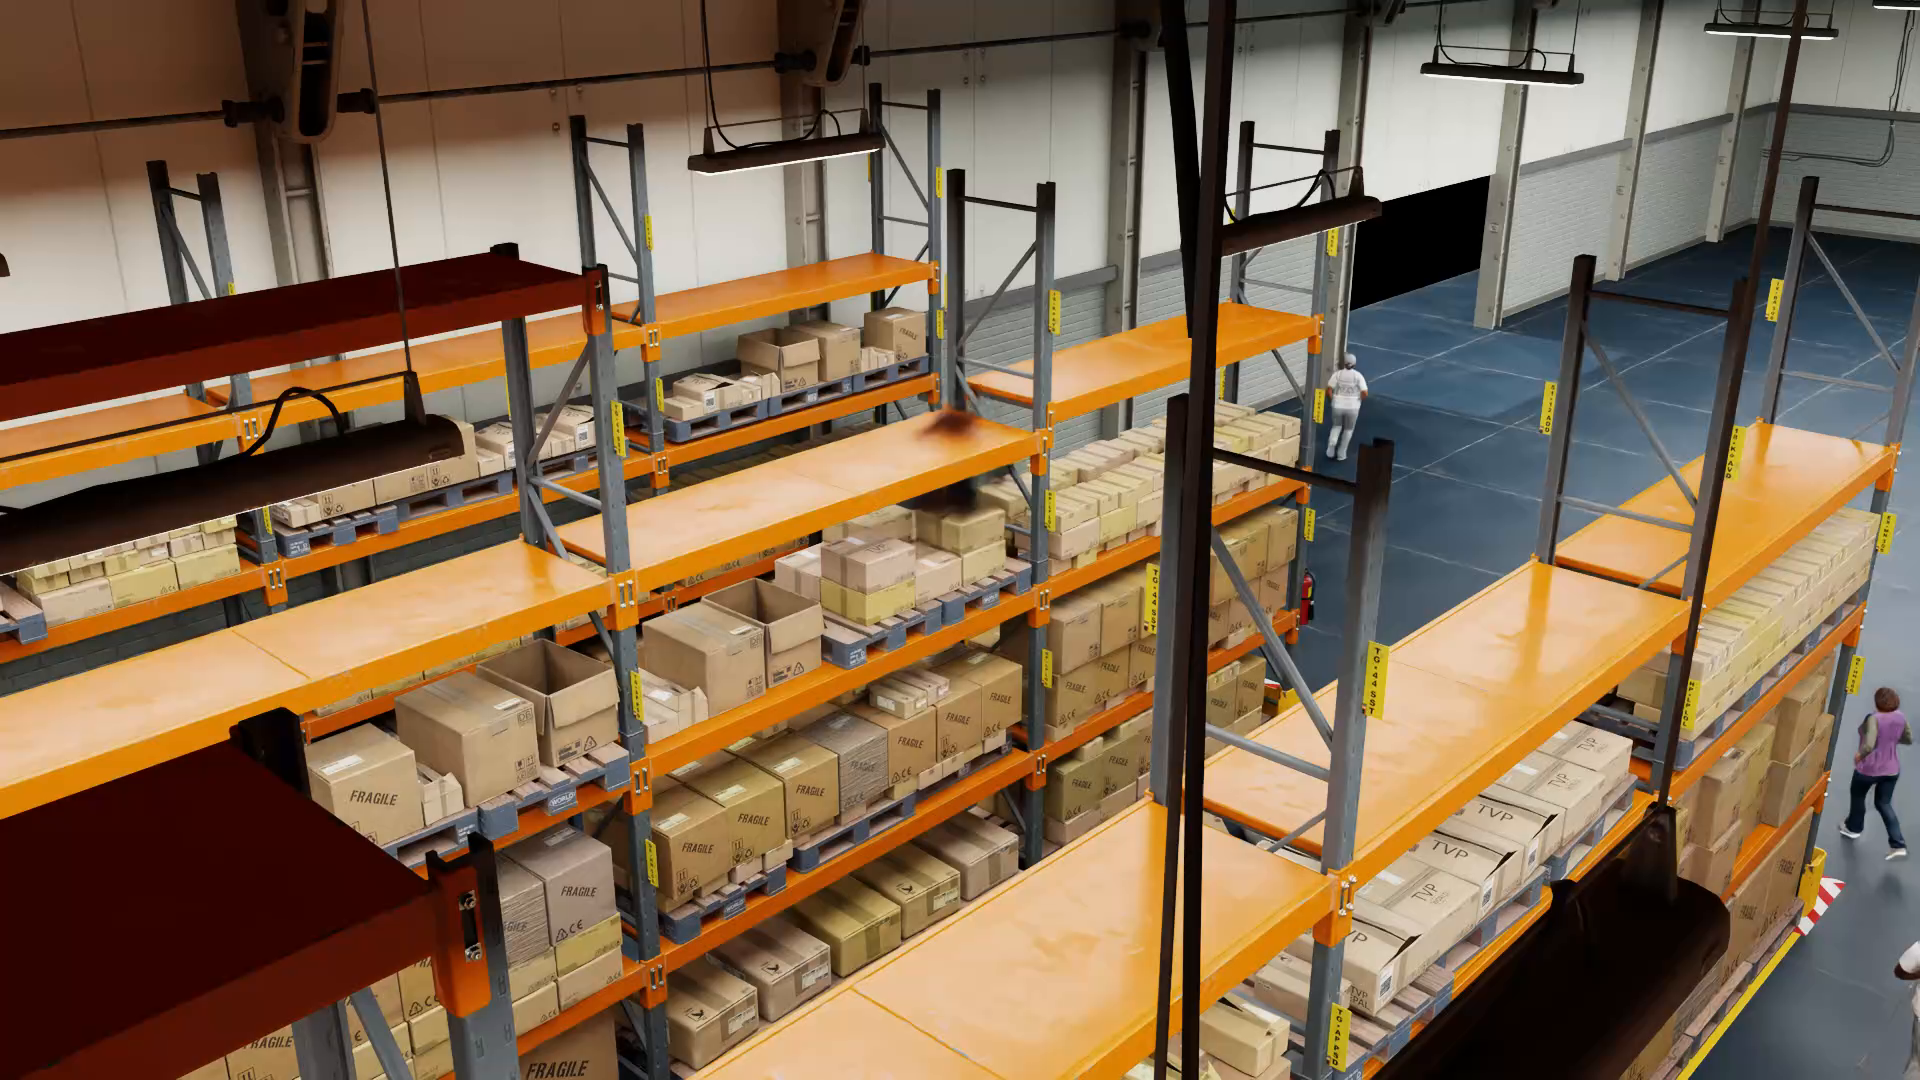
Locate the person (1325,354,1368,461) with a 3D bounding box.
[{"bbox_3d":[5.780,-1.984,24.888,0.606,1.631,0.545,9,23,22],"label":"person"}]

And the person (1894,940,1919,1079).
[{"bbox_3d":[6.651,3.237,11.223,0.708,1.775,0.847,14,25,32],"label":"person"}]

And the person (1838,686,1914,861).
[{"bbox_3d":[8.023,2.036,14.548,0.553,1.598,0.829,-2,21,-5],"label":"person"}]
